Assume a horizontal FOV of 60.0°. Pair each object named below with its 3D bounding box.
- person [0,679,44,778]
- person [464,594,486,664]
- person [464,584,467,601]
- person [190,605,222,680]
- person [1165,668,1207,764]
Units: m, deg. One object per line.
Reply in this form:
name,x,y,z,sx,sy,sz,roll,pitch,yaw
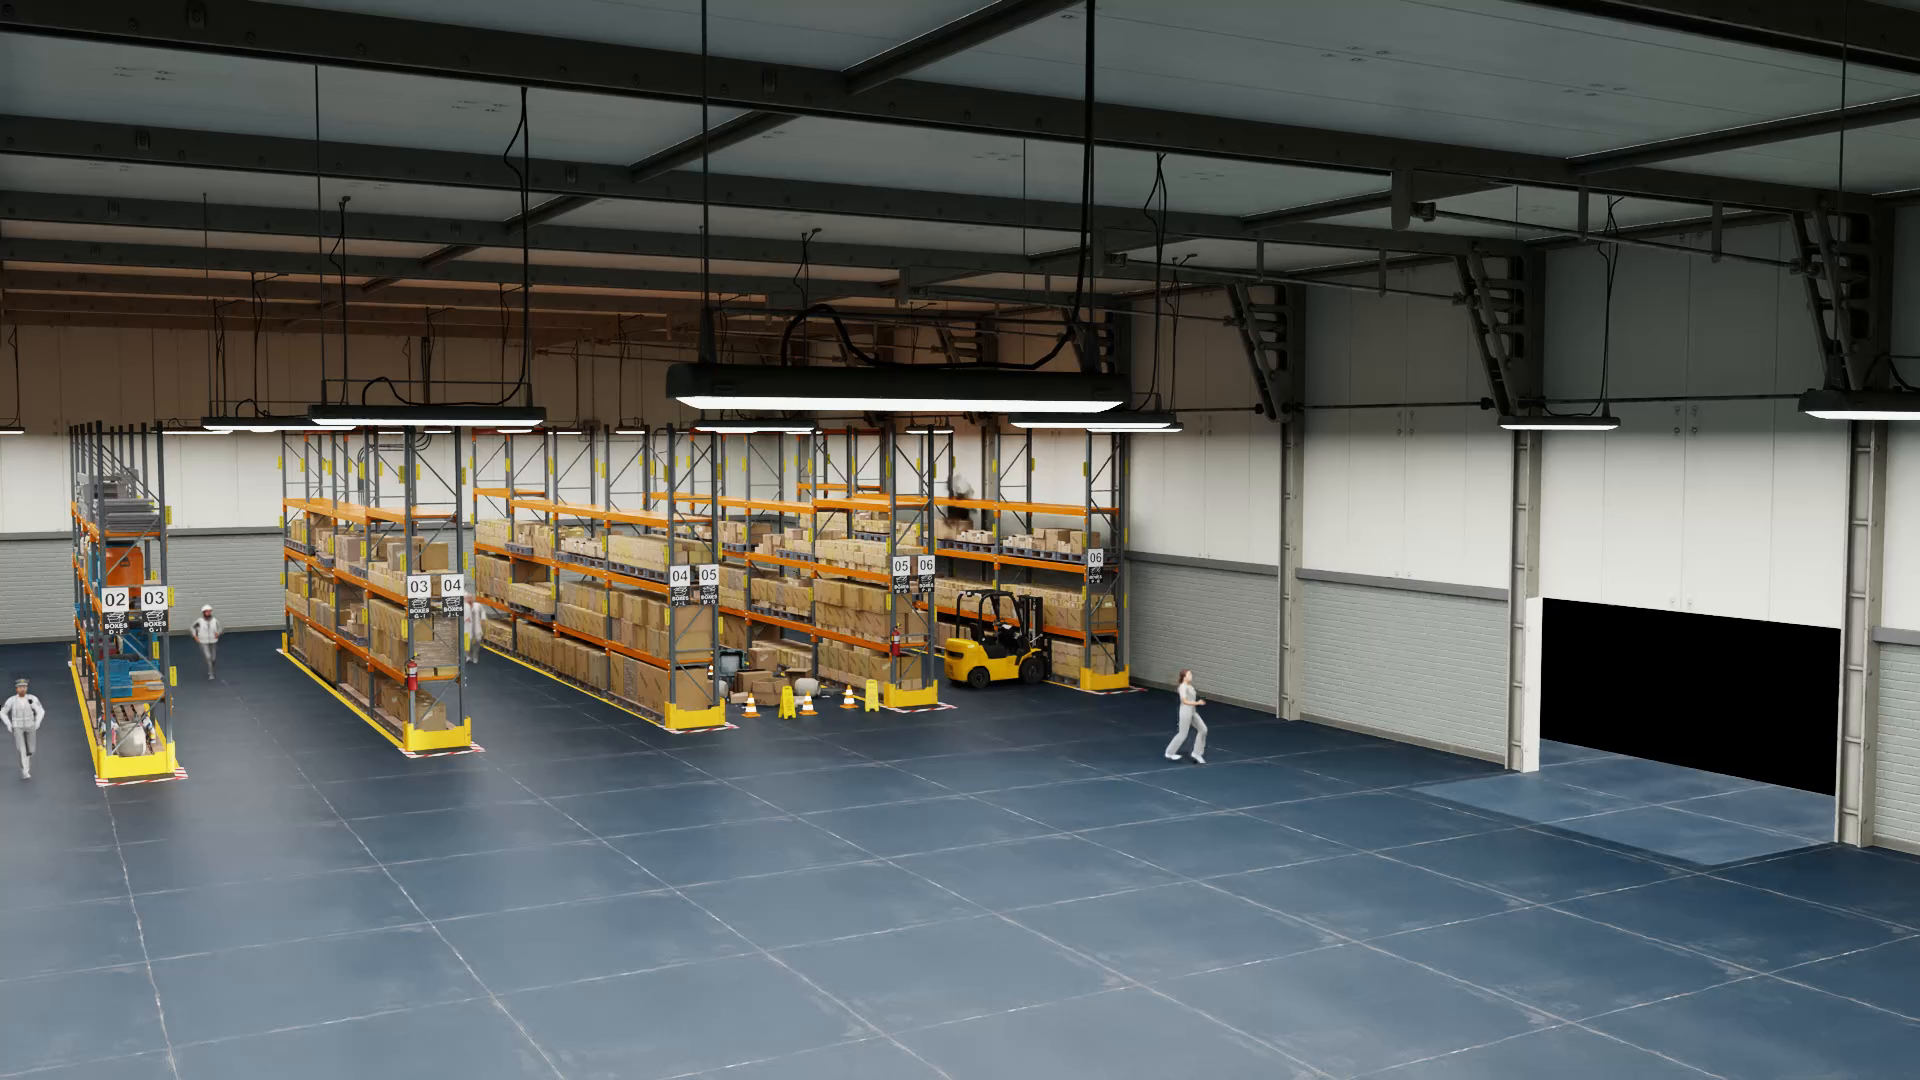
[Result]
person,-15.817,3.153,28.056,0.655,1.653,0.738,-3,4,-37
person,-12.371,2.257,42.181,0.719,1.801,0.796,-2,4,-25
person,-14.482,1.972,47.664,0.845,1.608,0.785,-1,4,-21
person,-17.801,2.418,39.331,0.689,1.743,0.866,-3,4,-38
person,3.985,3.100,29.272,0.744,1.697,0.570,2,4,24
